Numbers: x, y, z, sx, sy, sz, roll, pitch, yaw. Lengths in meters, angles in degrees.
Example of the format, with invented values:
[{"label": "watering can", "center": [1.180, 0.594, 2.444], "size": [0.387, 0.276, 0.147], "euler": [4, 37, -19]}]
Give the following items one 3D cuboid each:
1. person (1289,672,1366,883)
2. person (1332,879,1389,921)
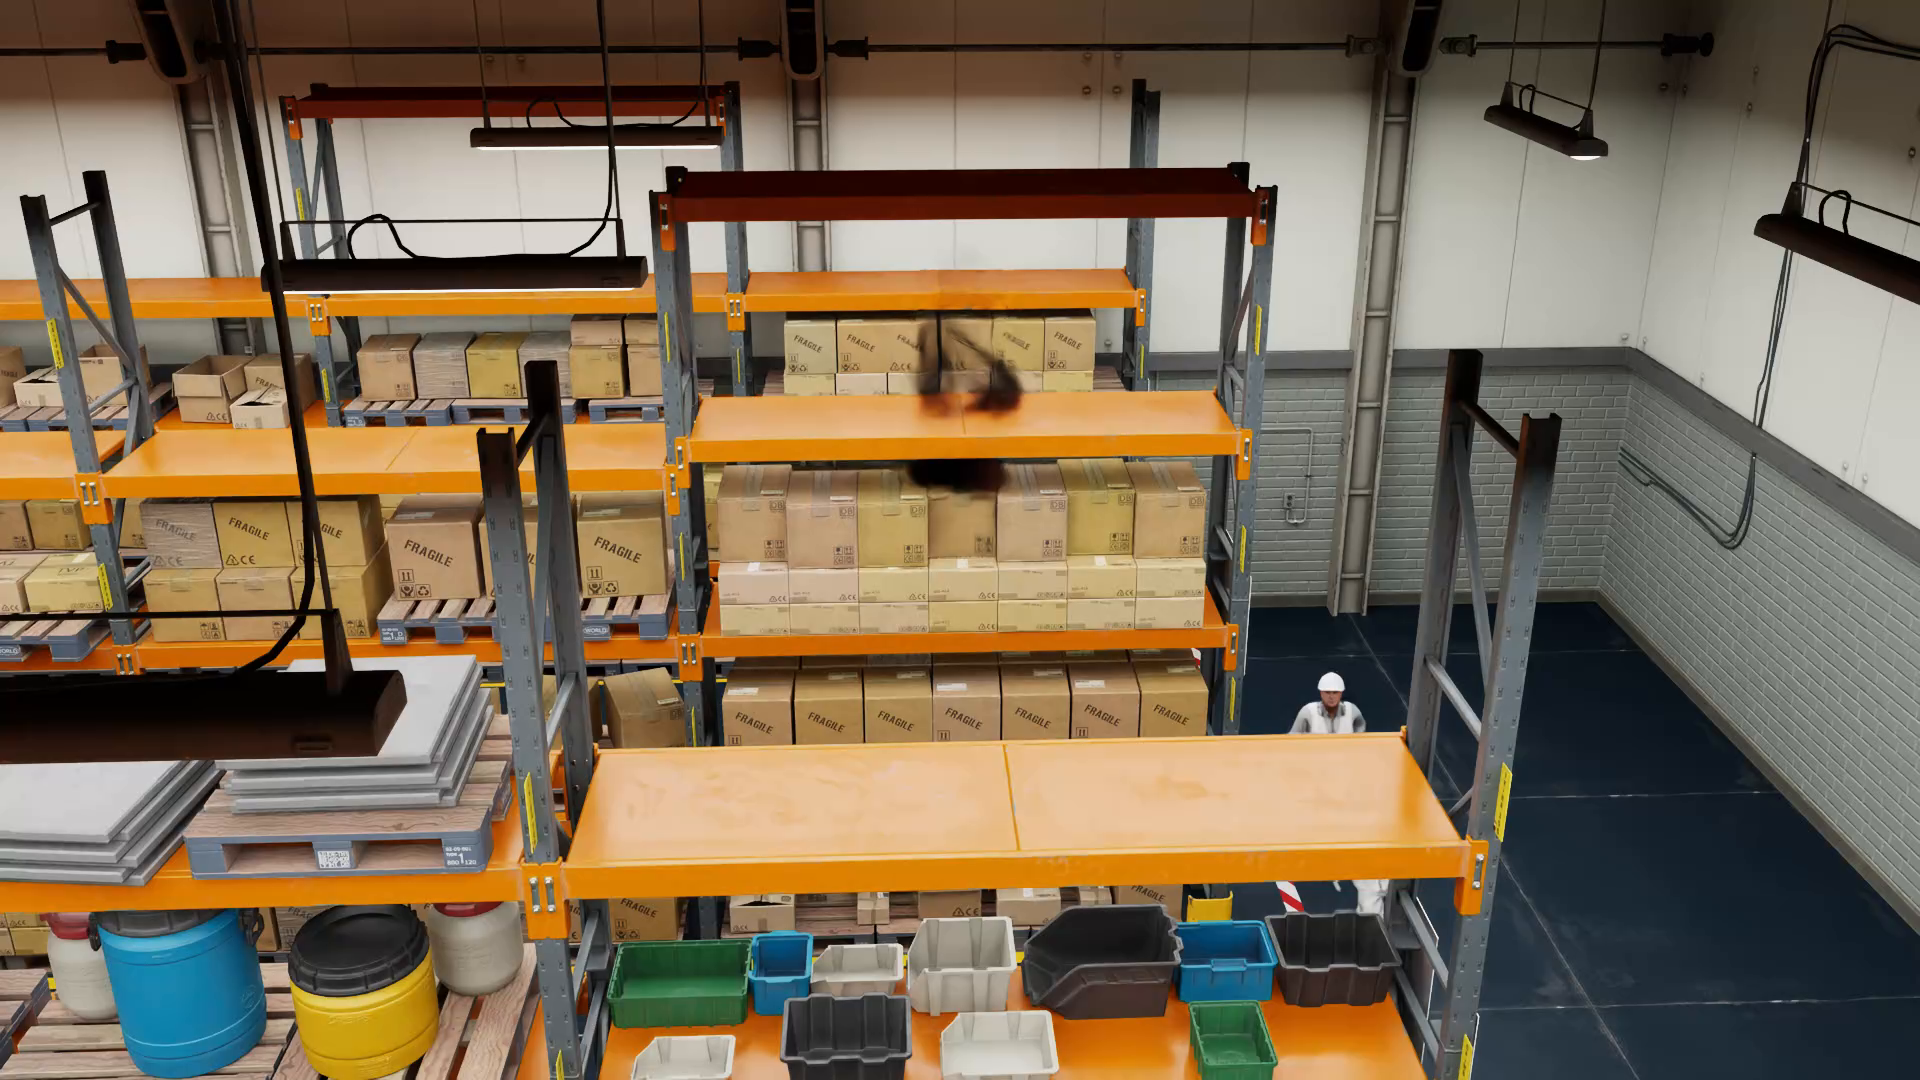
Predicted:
[{"label": "person", "center": [3.101, 1.908, 14.134], "size": [0.670, 1.778, 0.912], "euler": [1, 22, 2]}, {"label": "person", "center": [3.121, 2.625, 12.471], "size": [0.742, 1.776, 0.631], "euler": [3, 22, 8]}]
